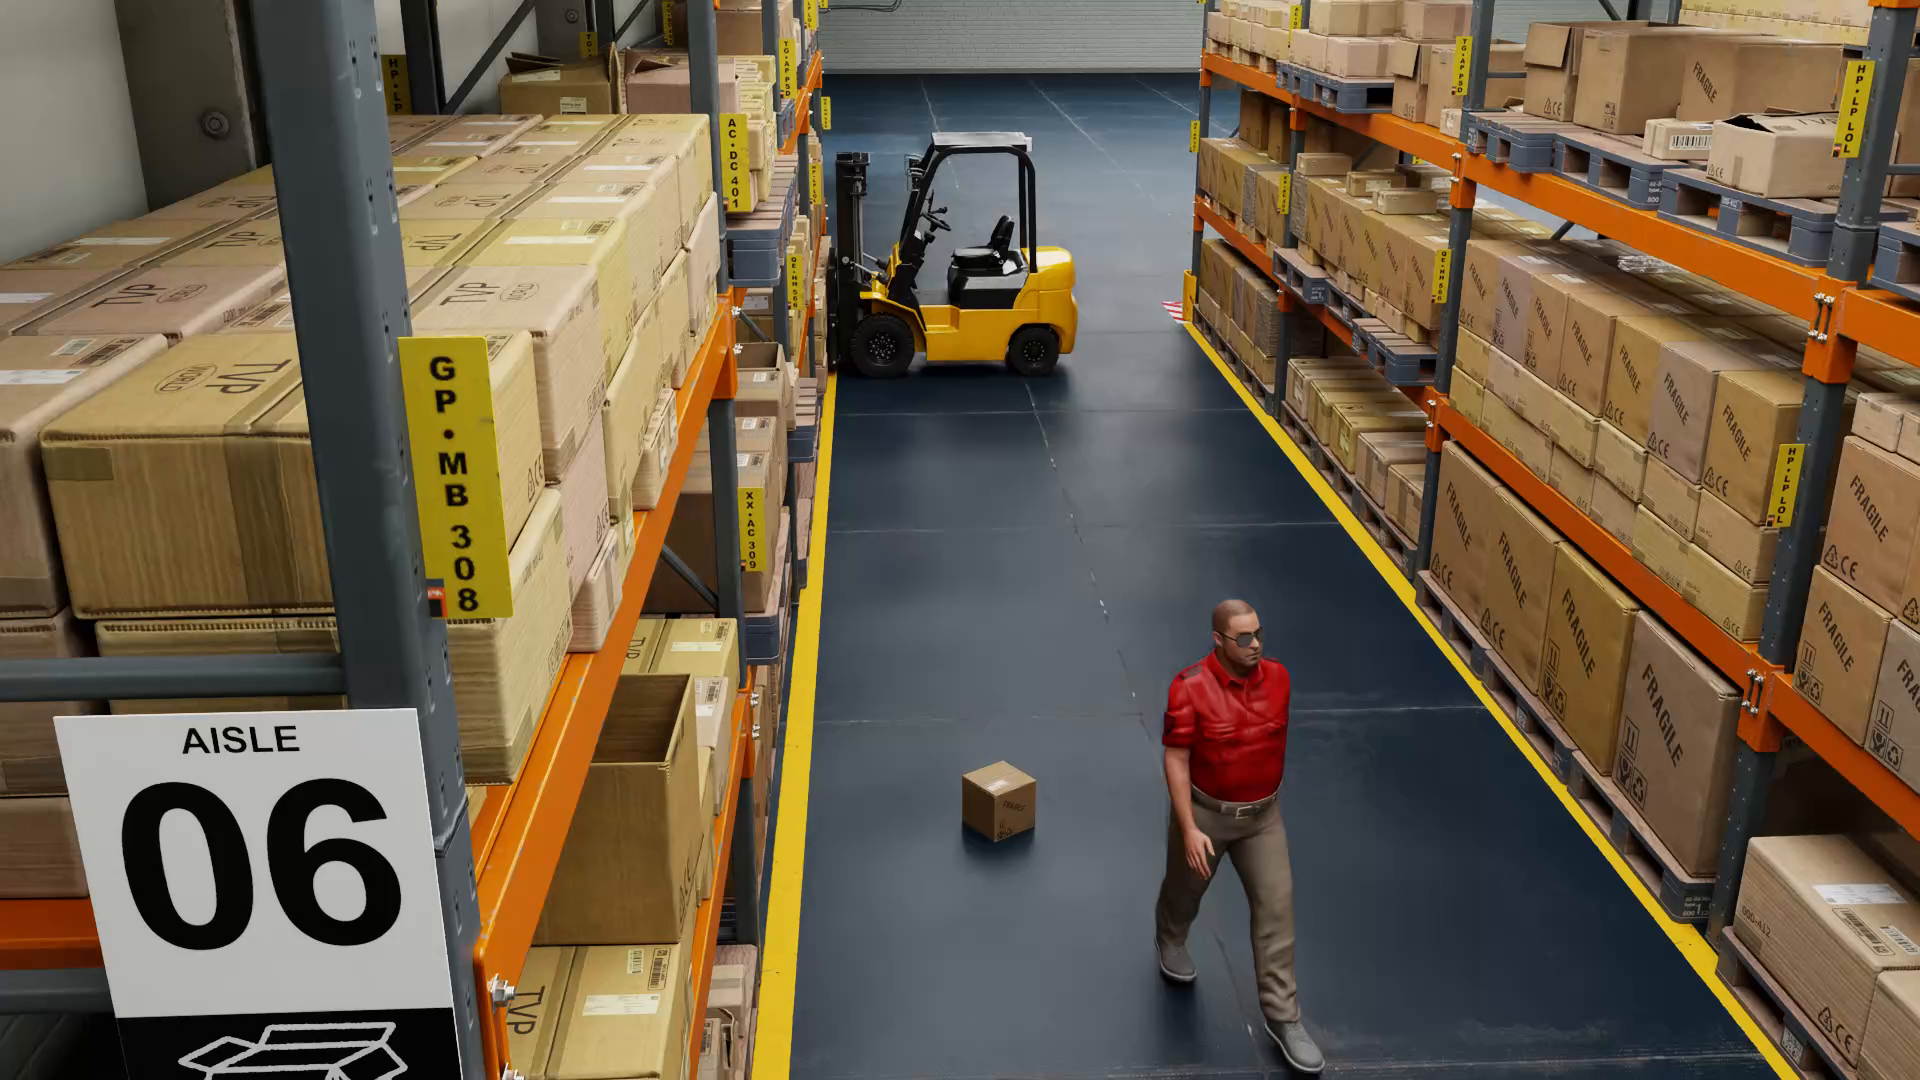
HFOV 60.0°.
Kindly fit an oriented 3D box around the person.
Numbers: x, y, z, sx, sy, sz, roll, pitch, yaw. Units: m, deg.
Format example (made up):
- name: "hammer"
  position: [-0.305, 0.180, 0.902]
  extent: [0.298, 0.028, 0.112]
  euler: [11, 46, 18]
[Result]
- name: "person"
  position: [1.029, 1.048, 6.221]
  extent: [0.550, 1.674, 0.986]
  euler: [-6, 21, -16]
